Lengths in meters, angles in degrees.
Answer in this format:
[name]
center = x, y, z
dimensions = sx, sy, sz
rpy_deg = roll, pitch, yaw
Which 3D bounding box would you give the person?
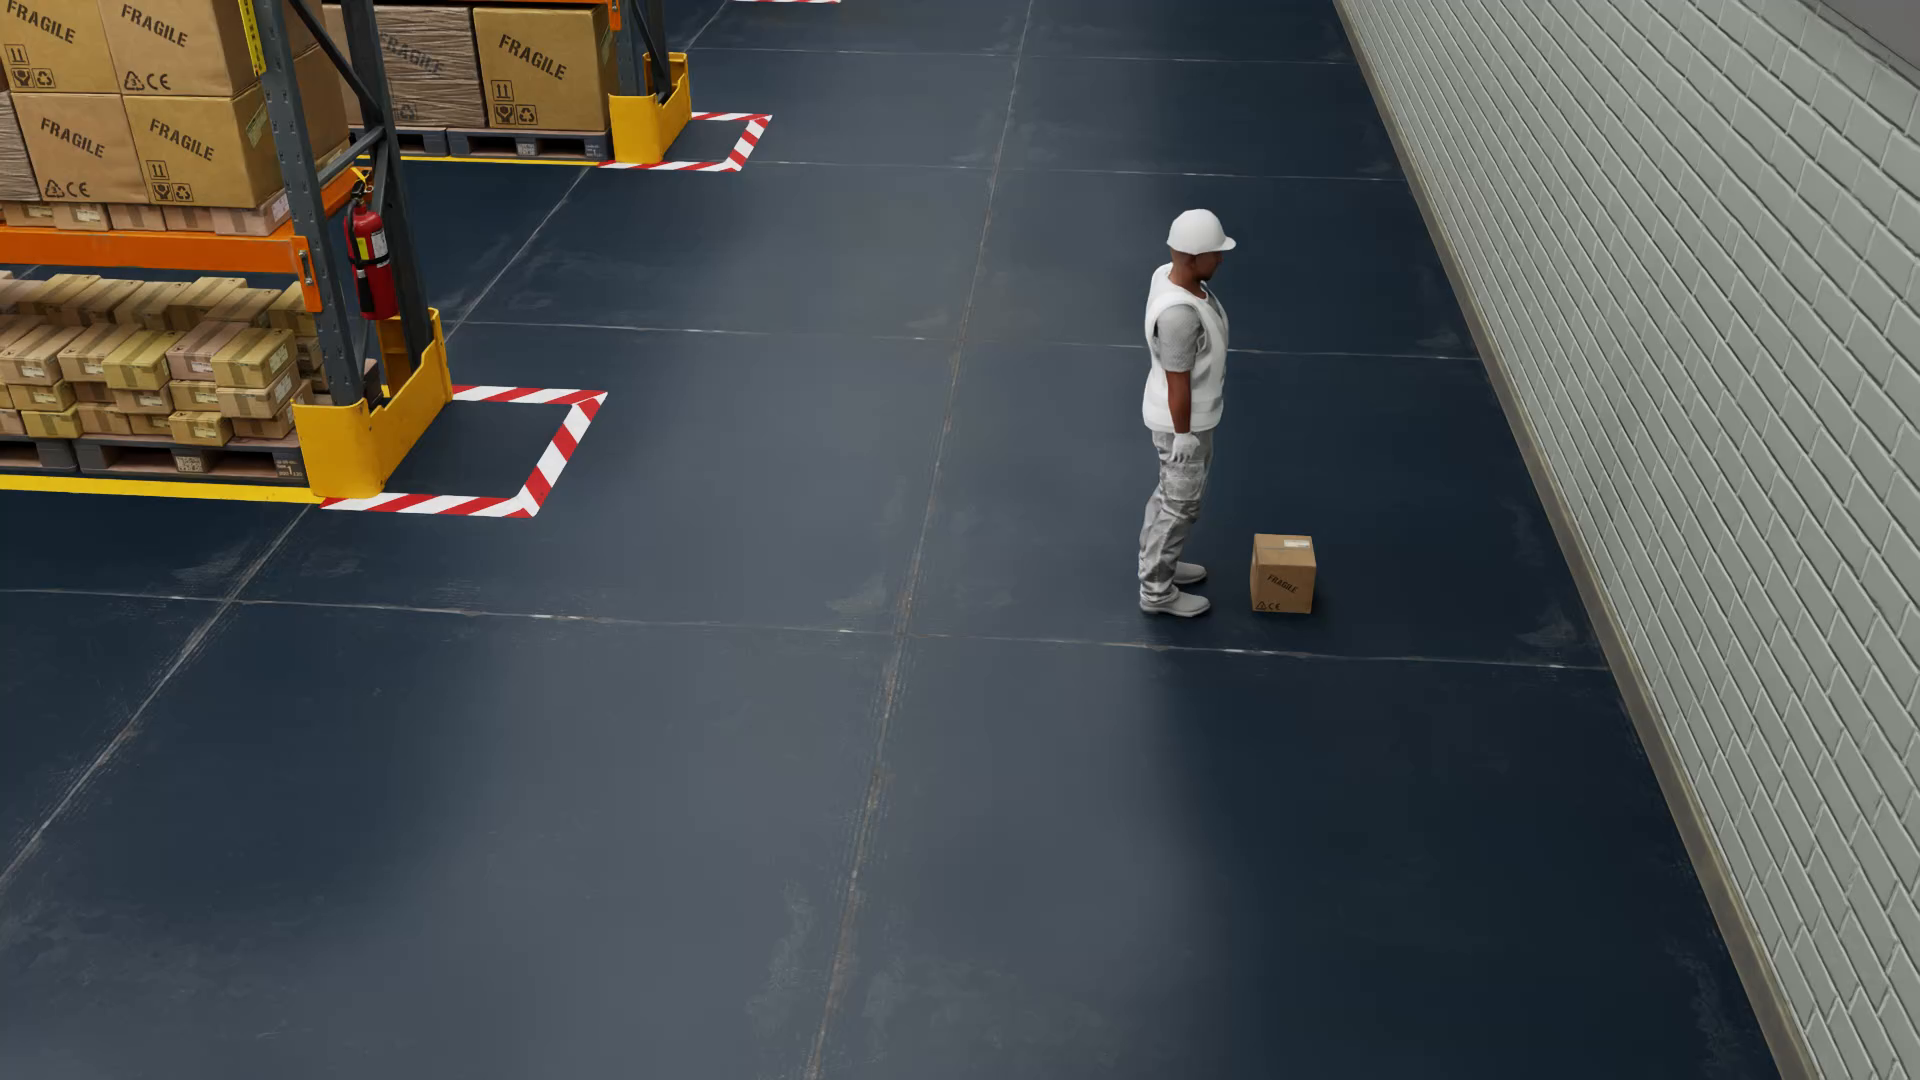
[person]
center = 0.933, -0.531, 6.981
dimensions = 0.362, 1.777, 0.548
rpy_deg = 3, 32, 5
